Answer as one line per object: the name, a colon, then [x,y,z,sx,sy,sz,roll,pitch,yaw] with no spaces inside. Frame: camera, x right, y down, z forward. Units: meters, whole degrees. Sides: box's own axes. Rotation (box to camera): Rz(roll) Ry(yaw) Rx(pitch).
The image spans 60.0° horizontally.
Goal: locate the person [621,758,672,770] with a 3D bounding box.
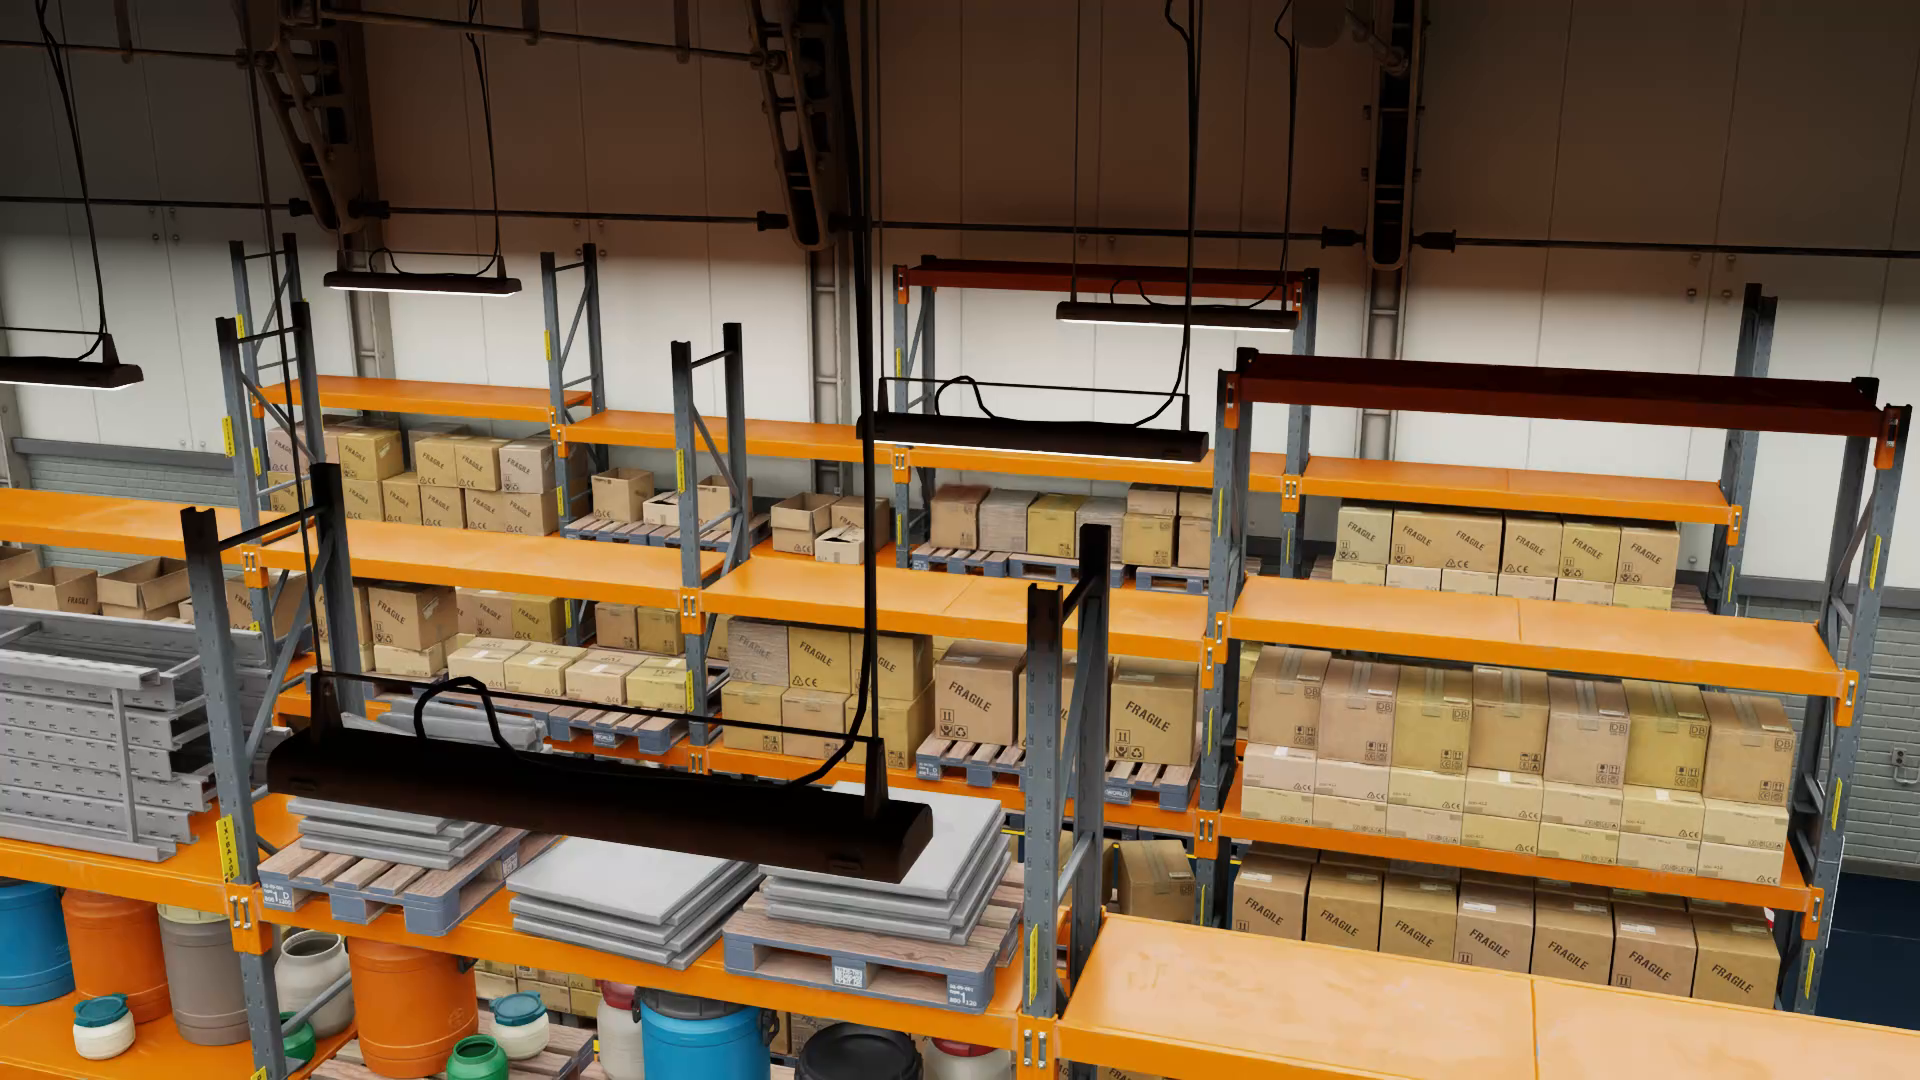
person: [-3.231,2.435,16.699,0.626,1.599,0.685,6,17,21]
